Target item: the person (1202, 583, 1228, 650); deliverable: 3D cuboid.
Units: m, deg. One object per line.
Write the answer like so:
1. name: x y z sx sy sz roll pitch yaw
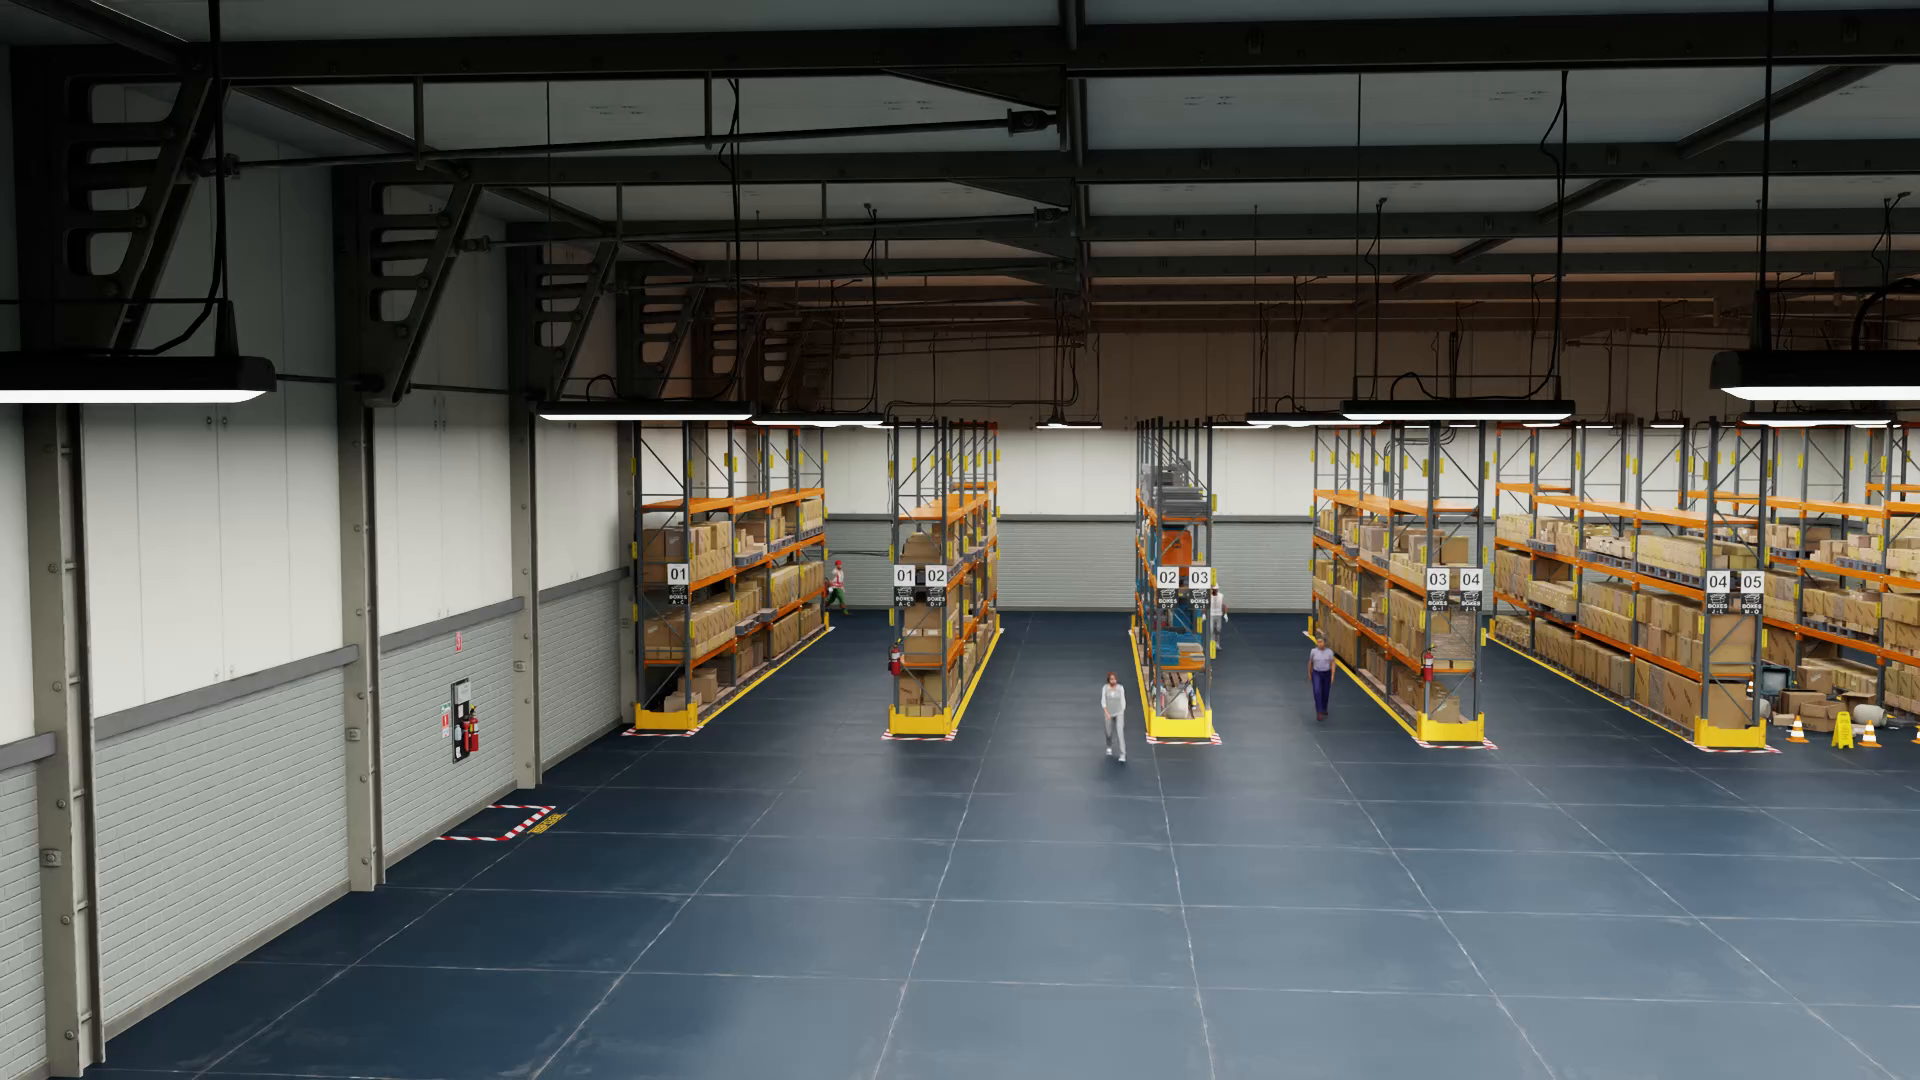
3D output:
1. person: 6.649 2.017 43.333 0.638 1.822 0.579 0 4 -2

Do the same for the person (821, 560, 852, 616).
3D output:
1. person: -3.837 1.489 51.730 1.140 1.734 0.515 1 4 19

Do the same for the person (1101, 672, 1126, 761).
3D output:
1. person: 2.702 3.058 29.037 0.449 1.544 0.770 1 4 14

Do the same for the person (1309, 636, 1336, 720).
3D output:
1. person: 7.235 2.737 33.176 0.508 1.607 0.856 0 4 6
